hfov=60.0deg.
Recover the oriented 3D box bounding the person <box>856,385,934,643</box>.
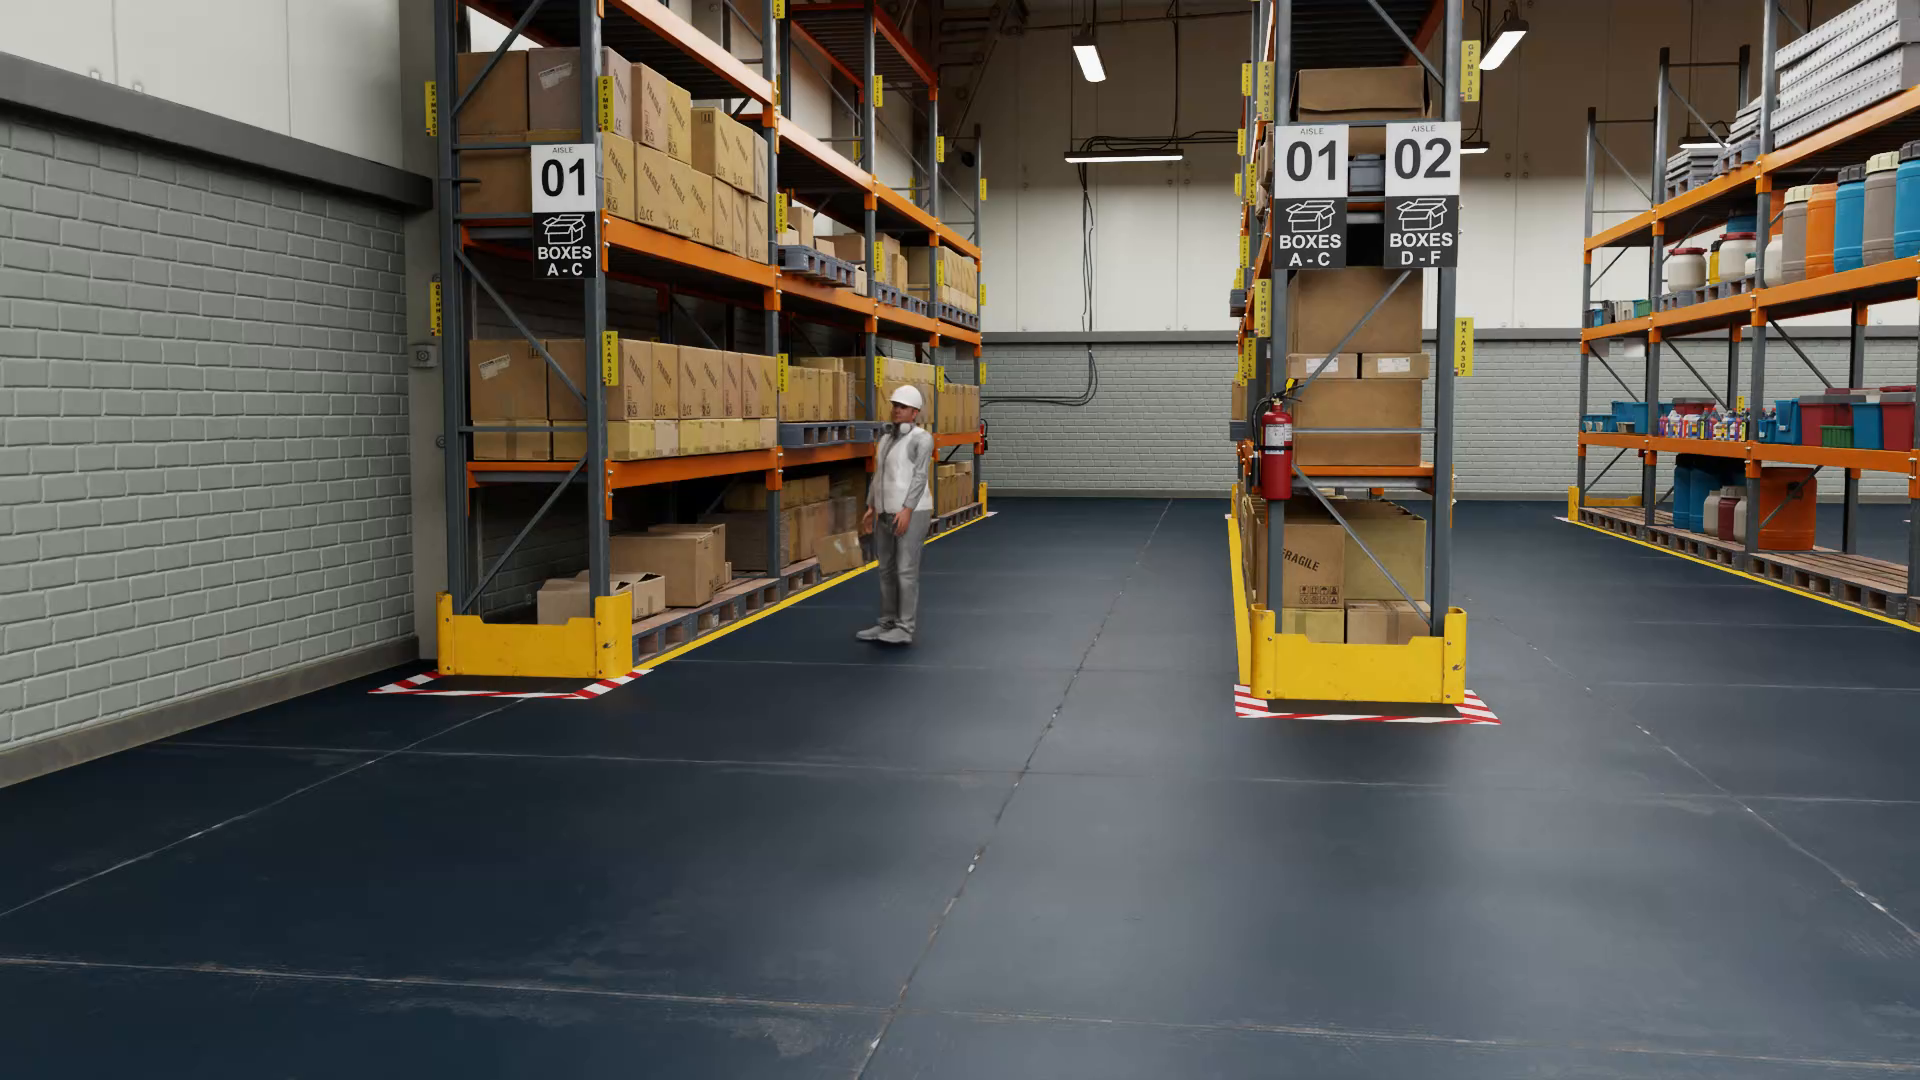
[{"bbox_3d":[-0.469,-0.178,11.505,0.482,1.783,0.581,-4,6,-41],"label":"person"}]
